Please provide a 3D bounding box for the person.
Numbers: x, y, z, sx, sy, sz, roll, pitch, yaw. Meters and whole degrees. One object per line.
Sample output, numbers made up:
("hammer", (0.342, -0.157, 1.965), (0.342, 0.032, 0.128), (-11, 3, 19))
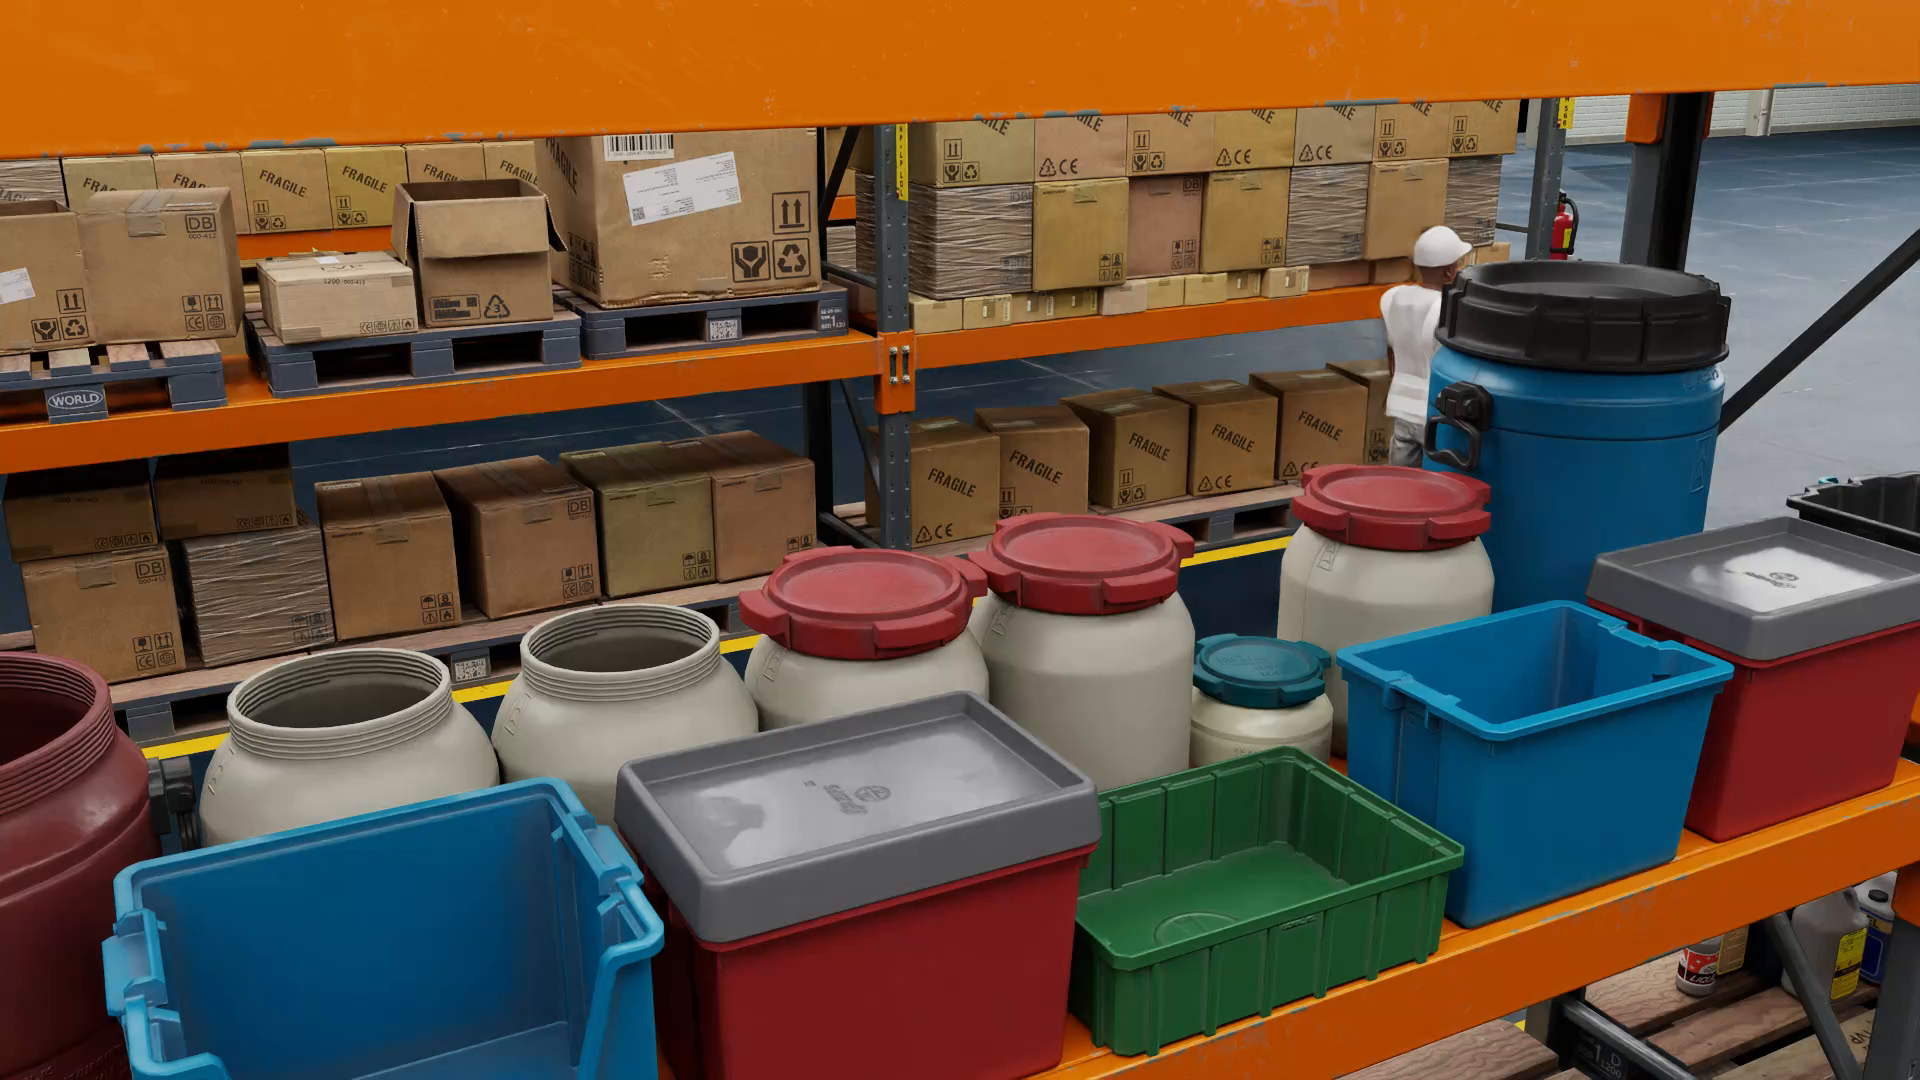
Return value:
("person", (2.157, -0.584, 7.783), (0.832, 1.762, 0.552), (-9, 20, -25))
